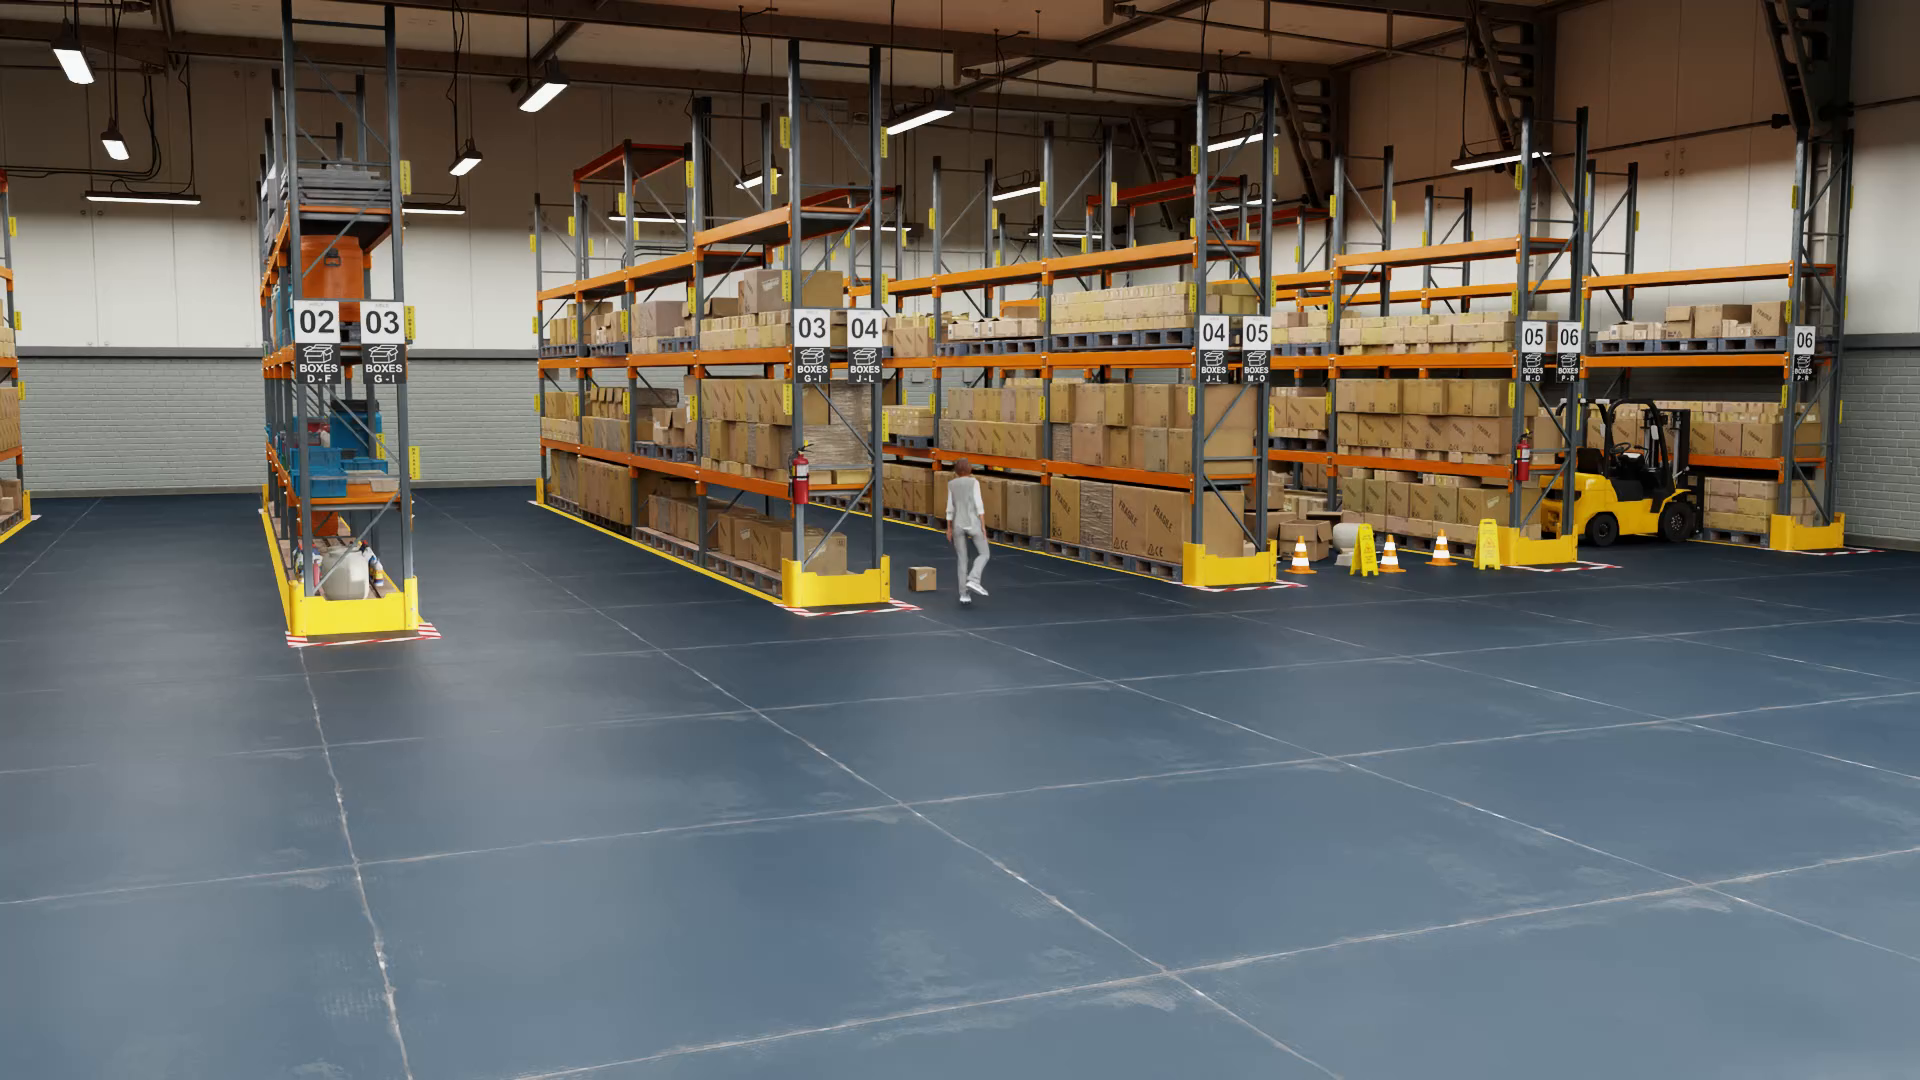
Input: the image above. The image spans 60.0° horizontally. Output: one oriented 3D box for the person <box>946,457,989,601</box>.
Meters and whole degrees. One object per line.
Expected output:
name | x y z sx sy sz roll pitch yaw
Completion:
person | 0.078 -0.110 18.265 0.514 1.577 0.428 2 6 17
